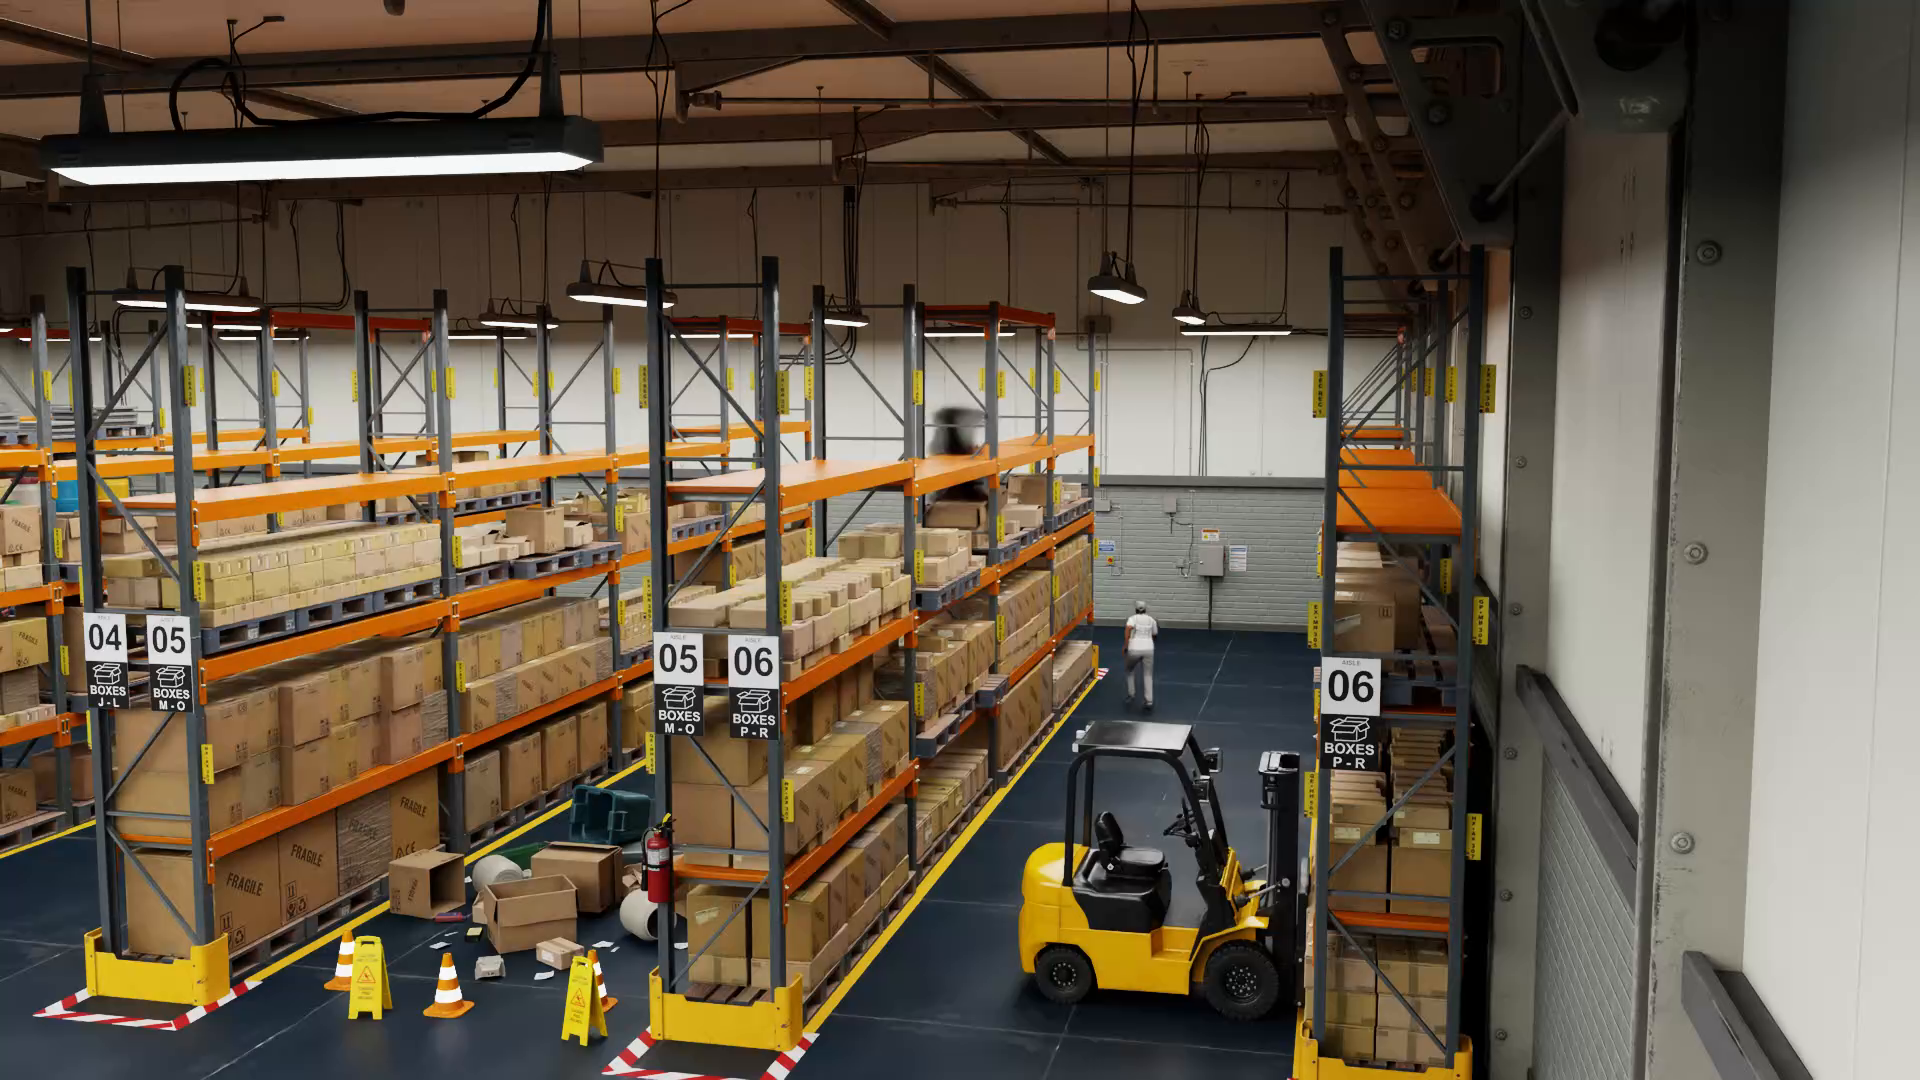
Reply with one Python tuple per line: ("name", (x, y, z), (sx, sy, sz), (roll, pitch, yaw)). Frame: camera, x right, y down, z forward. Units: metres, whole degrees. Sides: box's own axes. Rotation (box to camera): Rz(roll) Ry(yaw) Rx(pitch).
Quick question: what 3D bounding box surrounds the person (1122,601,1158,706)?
("person", (2.784, 1.775, 25.710), (0.606, 1.640, 0.952), (0, 6, -4))
